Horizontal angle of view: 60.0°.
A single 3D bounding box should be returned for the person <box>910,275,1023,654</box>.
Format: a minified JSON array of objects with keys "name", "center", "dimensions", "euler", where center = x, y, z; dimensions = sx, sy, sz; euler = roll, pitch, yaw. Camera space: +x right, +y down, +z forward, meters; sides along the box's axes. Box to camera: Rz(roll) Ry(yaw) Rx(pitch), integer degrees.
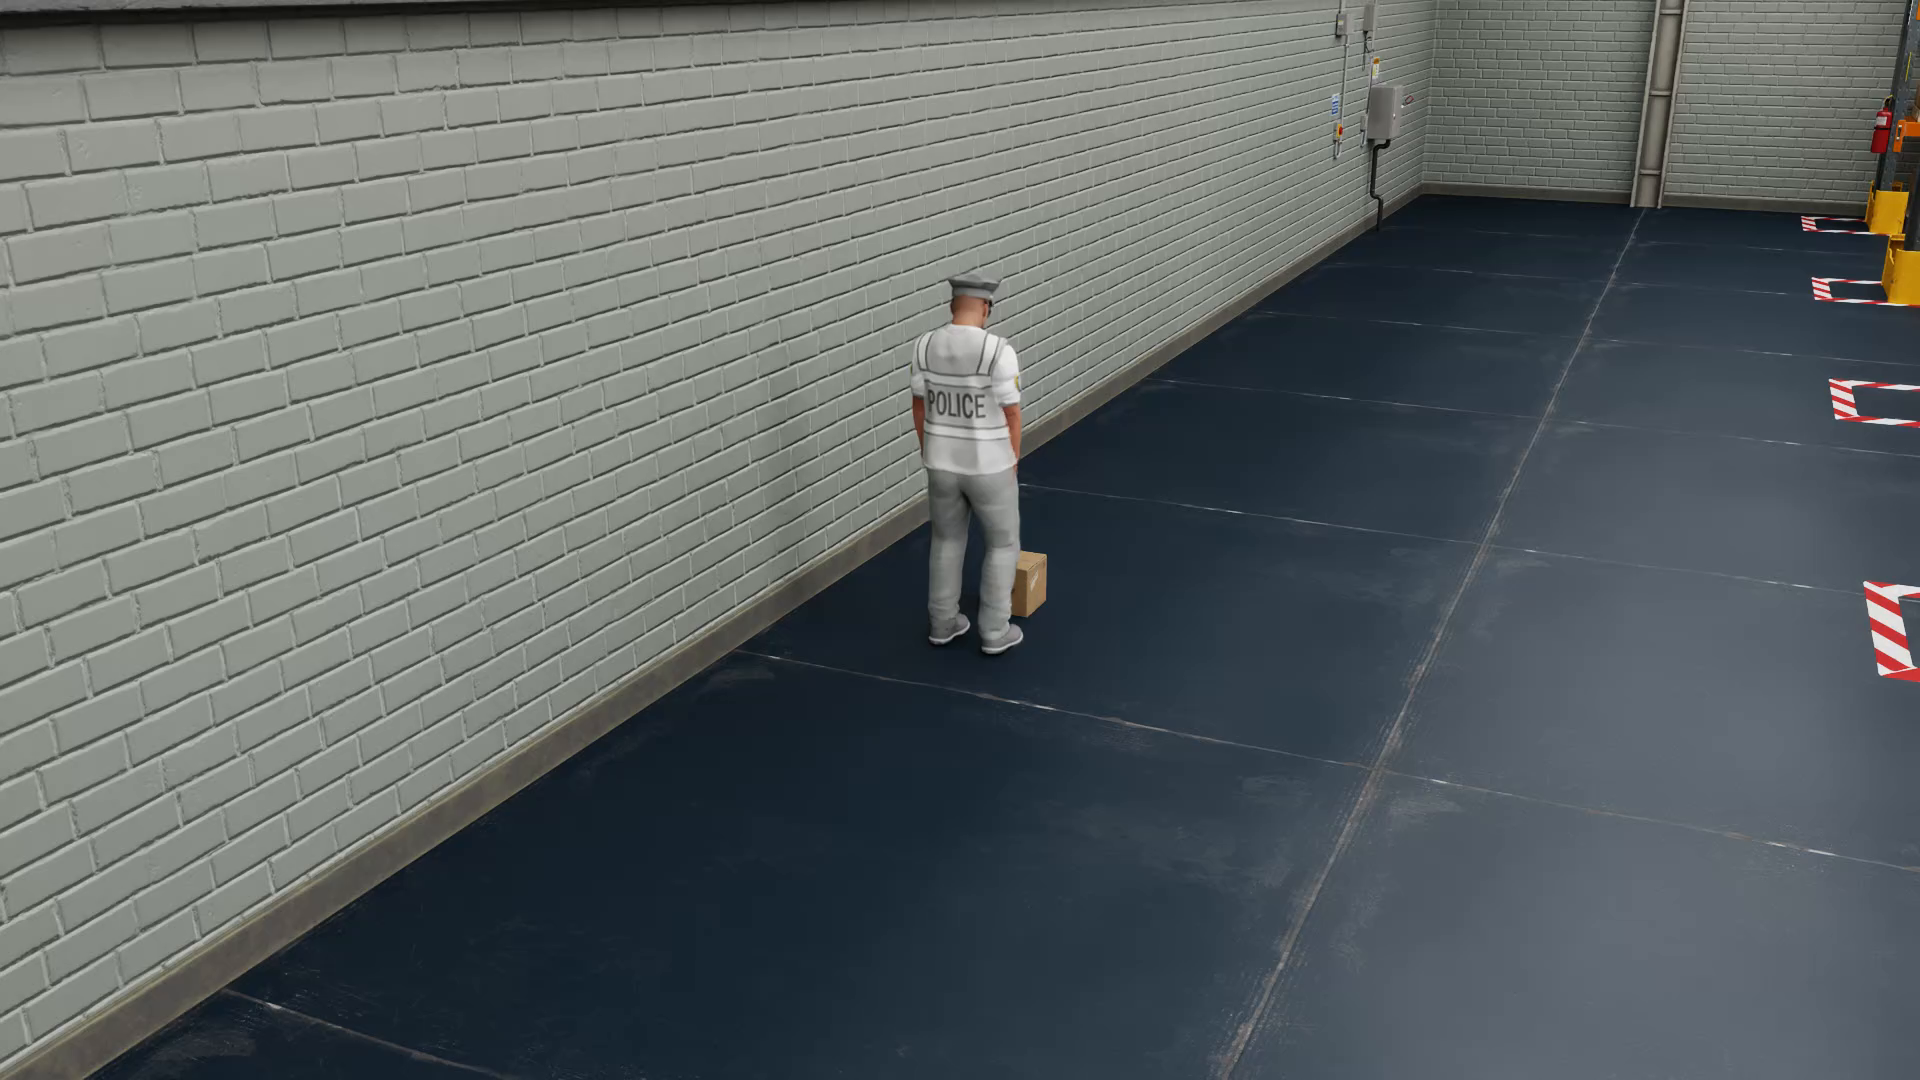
[{"name":"person","center":[0.031,-0.336,7.583],"dimensions":[0.538,1.733,0.392],"euler":[9,21,24]}]
